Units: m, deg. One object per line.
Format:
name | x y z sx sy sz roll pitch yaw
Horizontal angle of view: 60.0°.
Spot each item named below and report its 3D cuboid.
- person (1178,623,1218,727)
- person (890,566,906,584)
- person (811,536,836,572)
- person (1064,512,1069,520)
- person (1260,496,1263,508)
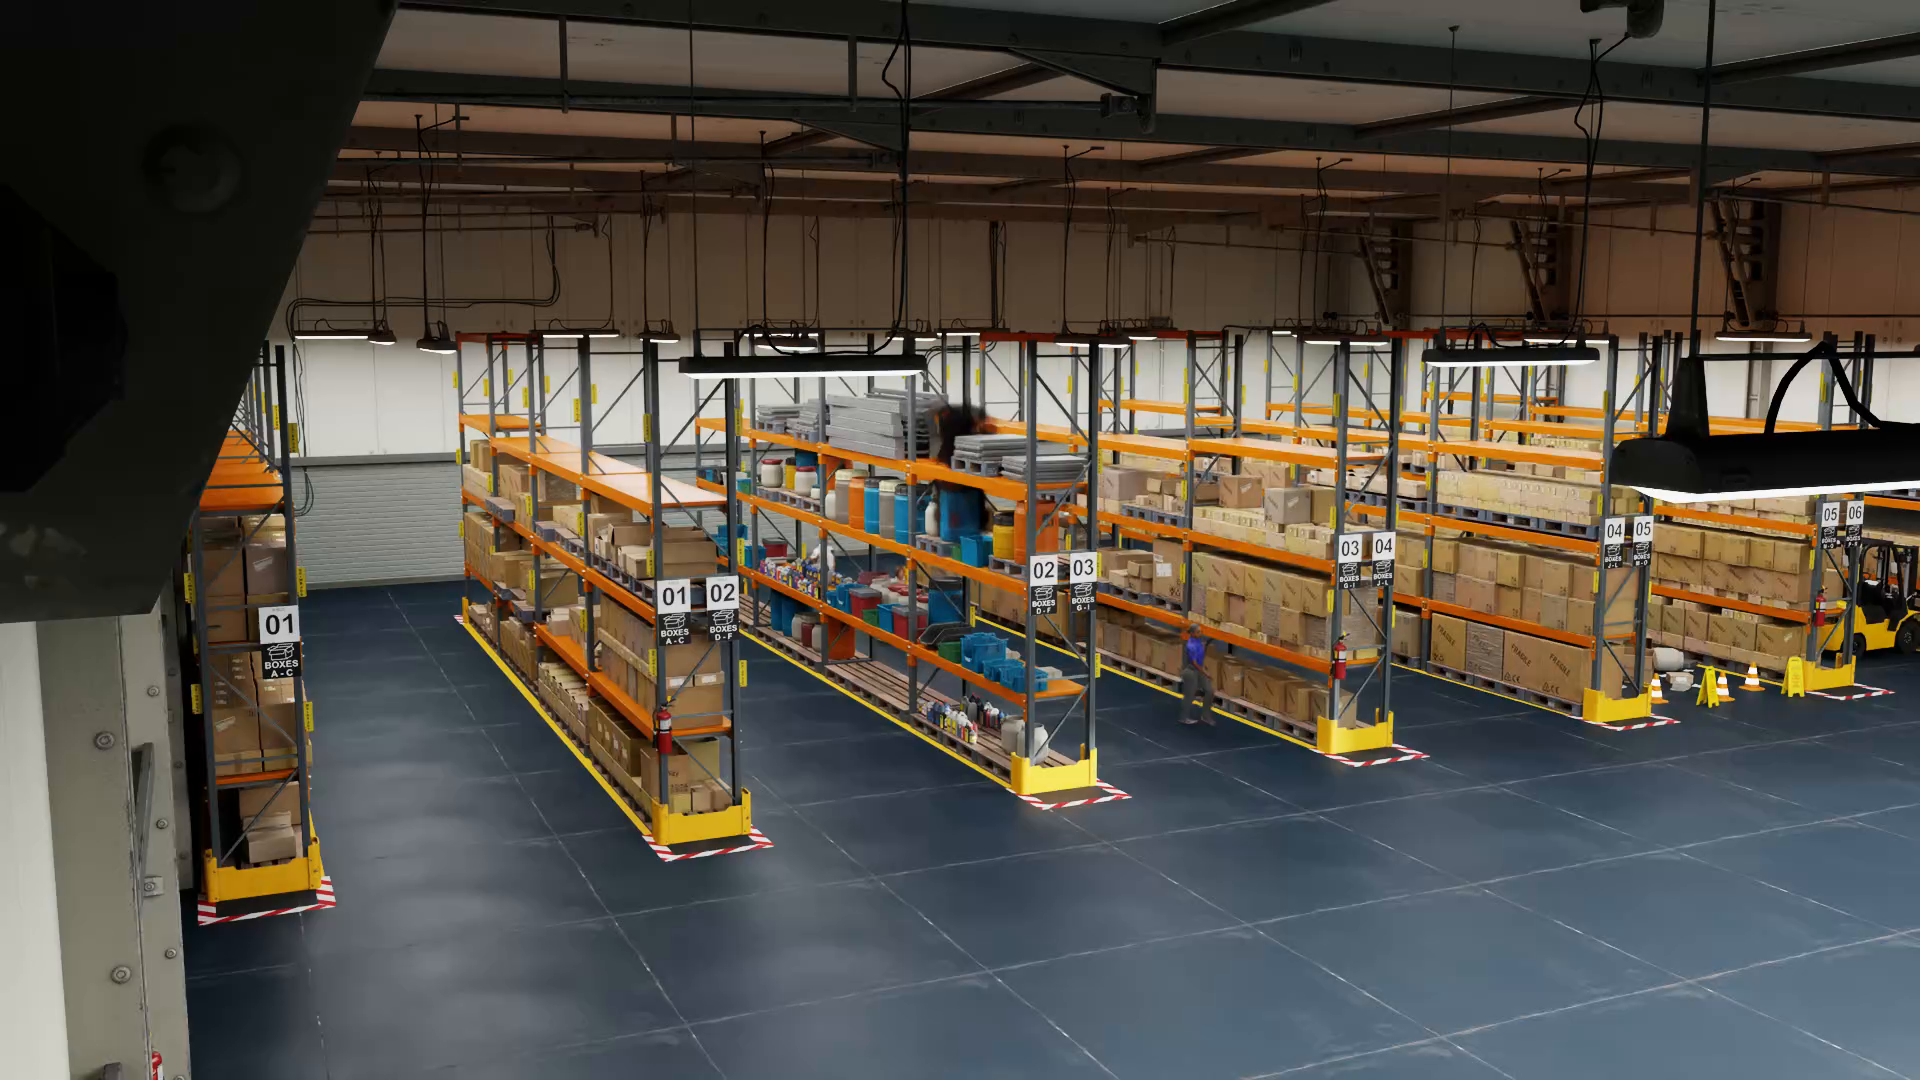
person | 3.636 2.086 25.573 0.634 1.675 0.606 5 9 31
person | -1.238 1.250 32.020 0.470 1.528 0.892 -6 10 -37
person | -2.954 0.699 35.935 0.601 1.645 0.598 -5 9 -35
person | 2.468 0.186 39.326 0.691 1.807 0.687 -2 8 -14
person | 7.764 -0.379 43.645 0.695 1.705 0.589 -5 9 -33
